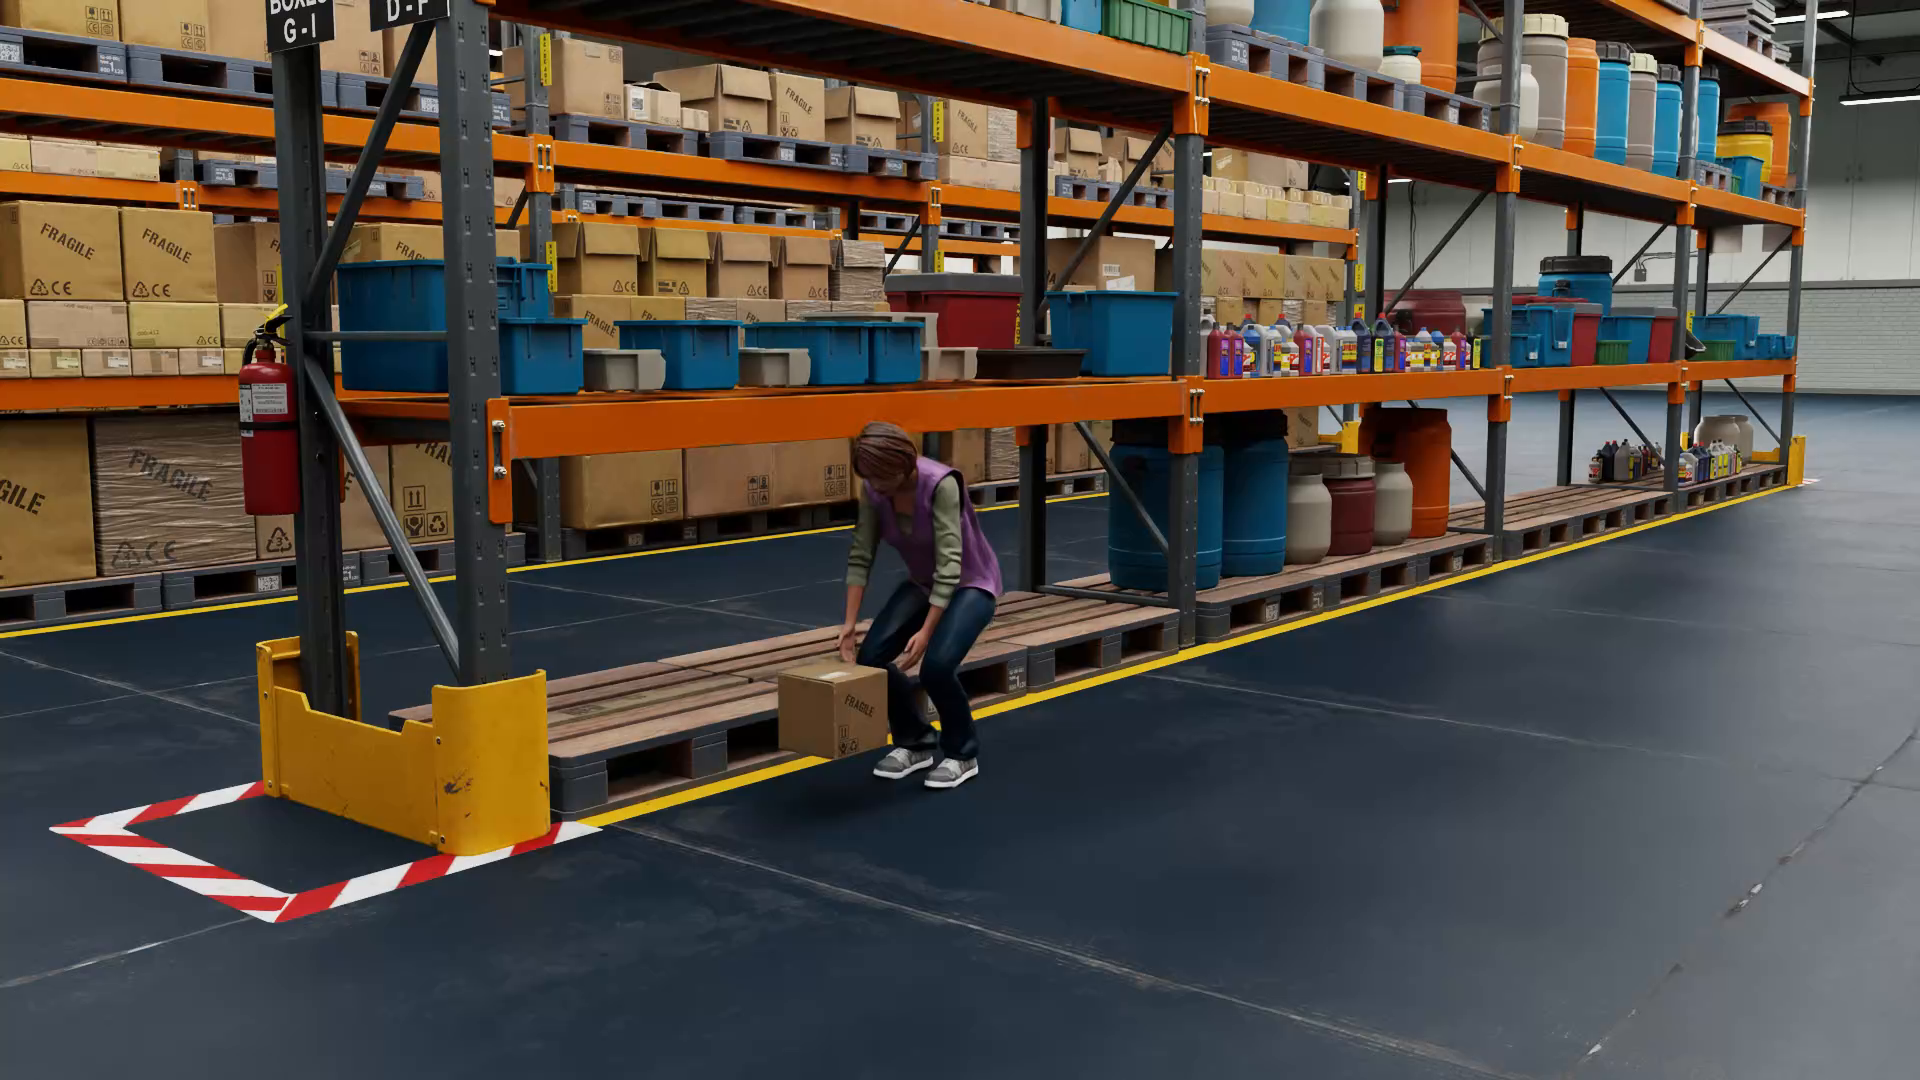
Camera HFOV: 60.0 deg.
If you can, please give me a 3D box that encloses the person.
[{"bbox_3d":[-0.111,0.213,5.596,0.463,1.244,0.685,5,9,38],"label":"person"}]
